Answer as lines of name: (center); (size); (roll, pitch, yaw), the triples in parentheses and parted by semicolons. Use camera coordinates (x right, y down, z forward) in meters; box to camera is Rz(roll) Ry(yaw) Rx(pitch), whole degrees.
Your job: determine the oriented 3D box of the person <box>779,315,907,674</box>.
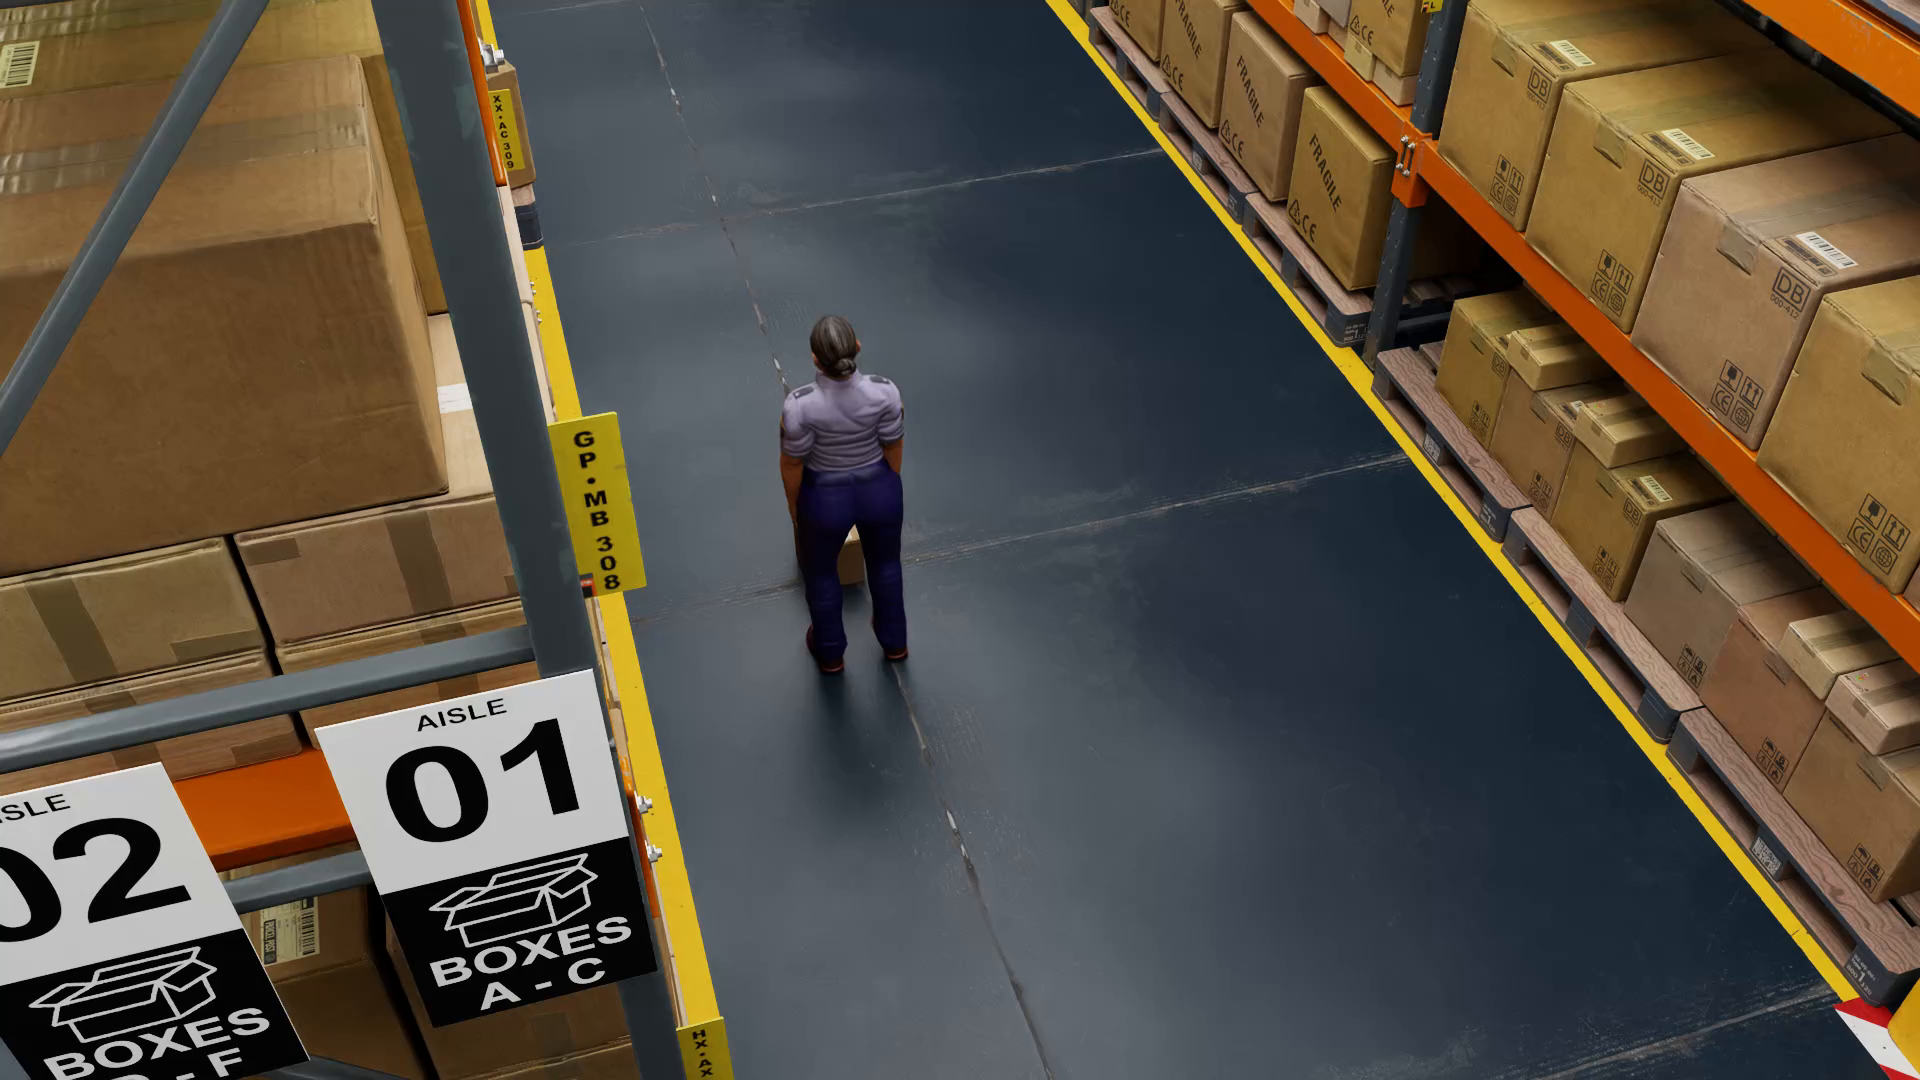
person: (-0.447, -0.167, 6.359); (0.470, 1.645, 0.342); (-11, 44, -12)
